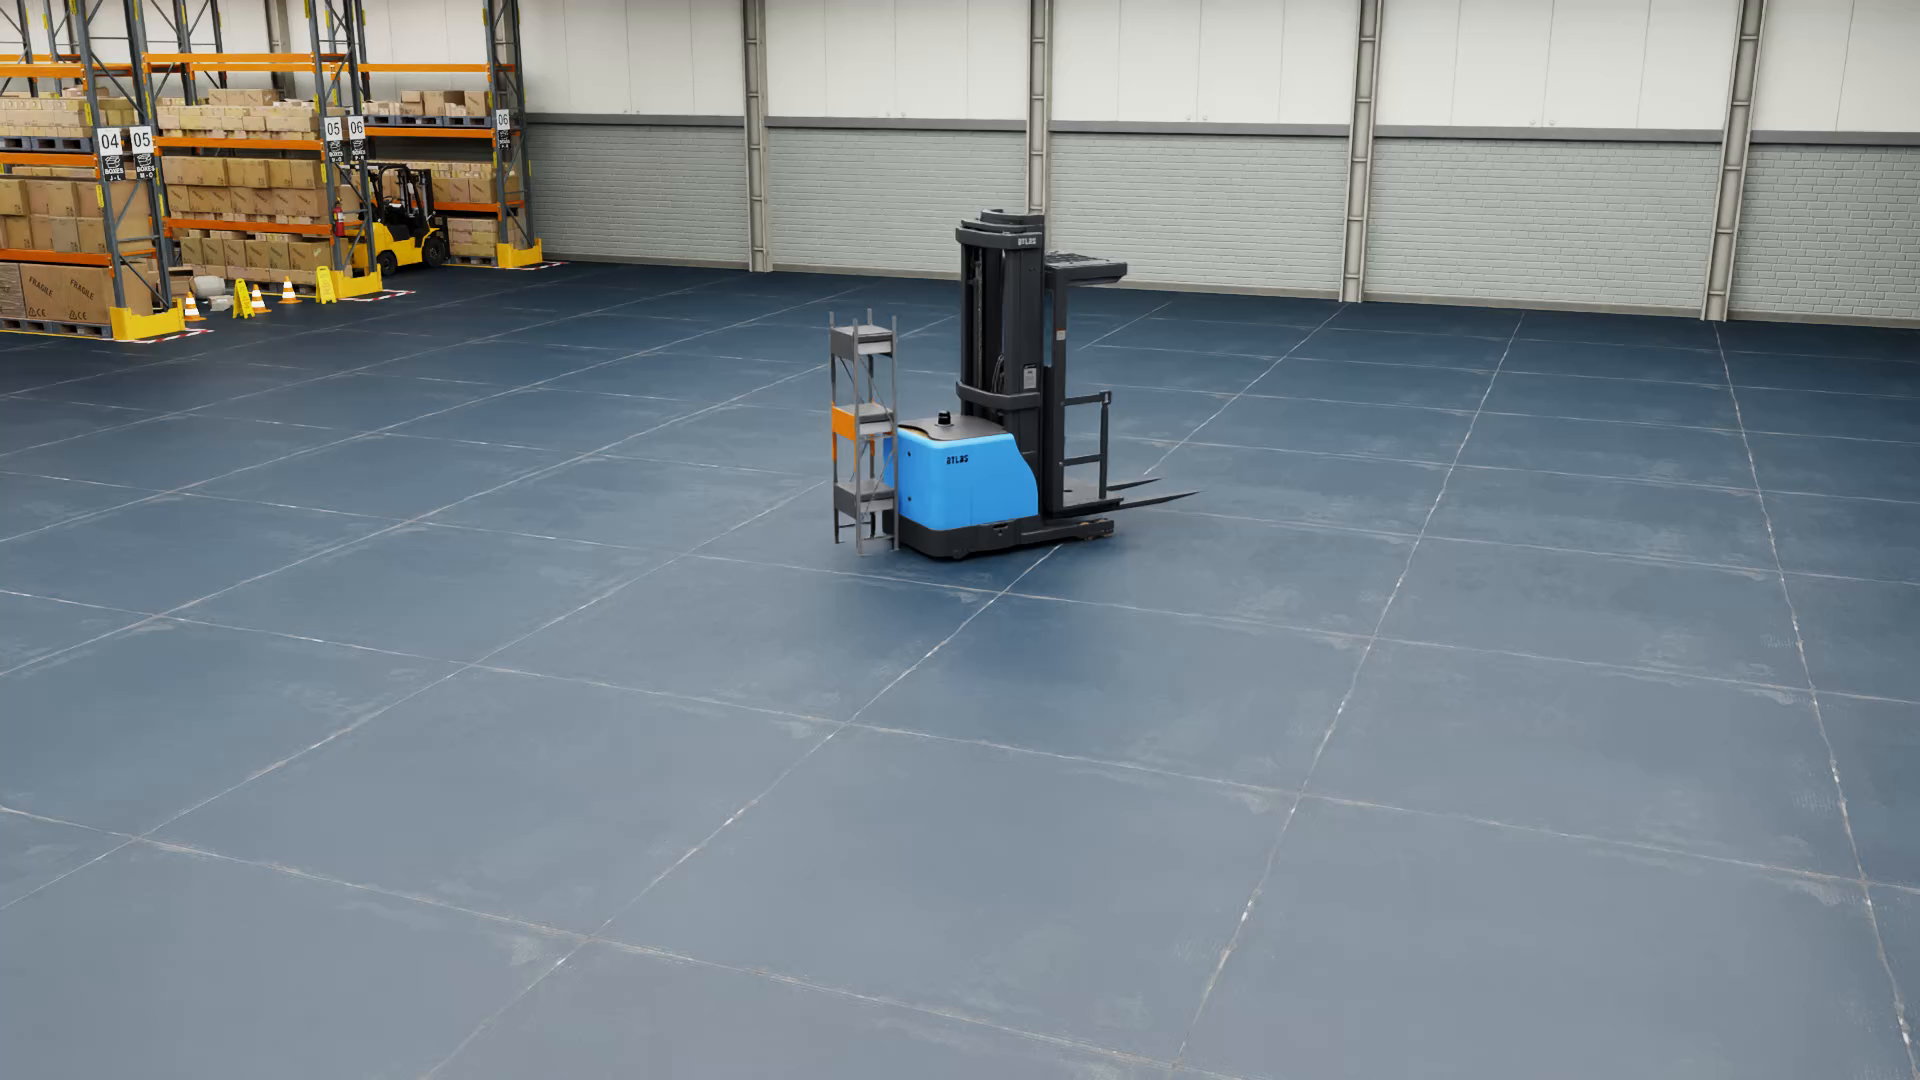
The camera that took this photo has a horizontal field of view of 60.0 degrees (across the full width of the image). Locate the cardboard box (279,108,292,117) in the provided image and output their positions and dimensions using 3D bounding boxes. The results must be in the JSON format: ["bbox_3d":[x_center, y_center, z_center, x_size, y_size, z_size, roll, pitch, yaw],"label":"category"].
[{"bbox_3d":[-12.069,-7.725,30.045,0.250,0.149,0.380,6,17,20],"label":"cardboard box"}]

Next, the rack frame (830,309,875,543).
[{"bbox_3d":[-0.957,-1.005,14.871,0.400,2.100,0.015,-9,18,-27],"label":"rack frame"}]

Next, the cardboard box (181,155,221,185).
[{"bbox_3d":[-14.100,-6.928,31.151,0.500,0.500,0.700,6,17,21],"label":"cardboard box"}]

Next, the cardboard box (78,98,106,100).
[{"bbox_3d":[-13.563,-6.834,26.041,0.250,0.149,0.380,6,17,20],"label":"cardboard box"}]

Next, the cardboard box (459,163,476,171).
[{"bbox_3d":[-10.263,-7.816,34.840,0.250,0.149,0.380,7,17,22],"label":"cardboard box"}]

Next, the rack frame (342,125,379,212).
[{"bbox_3d":[-13.079,-7.704,36.330,0.127,3.000,1.000,6,17,21],"label":"rack frame"}]

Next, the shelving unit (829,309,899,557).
[{"bbox_3d":[-0.841,-0.946,14.665,0.431,2.100,0.503,-9,18,-27],"label":"shelving unit"}]

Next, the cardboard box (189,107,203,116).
[{"bbox_3d":[-13.994,-7.920,30.714,0.250,0.149,0.380,6,17,20],"label":"cardboard box"}]

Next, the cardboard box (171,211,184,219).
[{"bbox_3d":[-14.721,-6.180,31.532,0.250,0.149,0.380,6,17,20],"label":"cardboard box"}]

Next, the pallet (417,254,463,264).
[{"bbox_3d":[-11.216,-6.148,35.973,1.213,0.211,1.003,6,17,21],"label":"pallet"}]

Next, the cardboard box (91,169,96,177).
[{"bbox_3d":[-16.350,-6.901,32.099,0.500,0.500,0.500,7,18,23],"label":"cardboard box"}]

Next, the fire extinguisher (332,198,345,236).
[{"bbox_3d":[-11.238,-5.839,30.044,0.183,0.674,0.296,6,17,21],"label":"fire extinguisher"}]

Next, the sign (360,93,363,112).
[{"bbox_3d":[-10.977,-8.008,30.430,0.005,0.325,0.100,6,17,21],"label":"sign"}]

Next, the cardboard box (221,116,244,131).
[{"bbox_3d":[-13.173,-7.655,30.518,0.500,0.250,0.500,6,17,21],"label":"cardboard box"}]

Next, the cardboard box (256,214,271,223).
[{"bbox_3d":[-12.818,-5.982,30.849,0.250,0.149,0.380,6,17,20],"label":"cardboard box"}]

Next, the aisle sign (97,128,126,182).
[{"bbox_3d":[-12.942,-5.876,25.372,0.004,0.787,0.394,6,17,21],"label":"aisle sign"}]

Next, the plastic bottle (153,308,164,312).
[{"bbox_3d":[-13.921,-3.972,28.746,0.283,0.061,0.133,0,16,1],"label":"plastic bottle"}]

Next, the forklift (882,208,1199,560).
[{"bbox_3d":[0.823,-1.520,15.152,3.031,2.935,1.130,-9,19,-29],"label":"forklift"}]

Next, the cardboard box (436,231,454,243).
[{"bbox_3d":[-10.876,-6.486,35.417,0.500,0.250,0.500,6,17,19],"label":"cardboard box"}]

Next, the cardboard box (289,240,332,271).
[{"bbox_3d":[-12.017,-5.263,30.754,0.500,0.500,0.500,6,17,21],"label":"cardboard box"}]

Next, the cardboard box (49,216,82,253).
[{"bbox_3d":[-13.779,-4.862,26.271,0.550,0.550,0.875,6,17,21],"label":"cardboard box"}]

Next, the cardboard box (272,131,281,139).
[{"bbox_3d":[-12.300,-7.387,30.309,0.250,0.149,0.380,6,17,21],"label":"cardboard box"}]

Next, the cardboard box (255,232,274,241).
[{"bbox_3d":[-12.860,-5.648,30.919,0.250,0.149,0.380,7,18,23],"label":"cardboard box"}]

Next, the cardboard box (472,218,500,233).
[{"bbox_3d":[-9.901,-6.622,34.990,0.500,0.250,0.500,7,18,22],"label":"cardboard box"}]

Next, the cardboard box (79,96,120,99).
[{"bbox_3d":[-16.440,-8.351,31.799,0.500,0.250,0.500,7,17,22],"label":"cardboard box"}]

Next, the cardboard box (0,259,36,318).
[{"bbox_3d":[-15.220,-4.130,27.076,0.875,0.875,0.875,6,17,21],"label":"cardboard box"}]

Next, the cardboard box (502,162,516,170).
[{"bbox_3d":[-9.592,-7.887,35.084,0.250,0.149,0.380,6,17,20],"label":"cardboard box"}]

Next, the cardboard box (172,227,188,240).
[{"bbox_3d":[-17.734,-7.156,38.172,0.500,0.500,0.500,6,17,20],"label":"cardboard box"}]

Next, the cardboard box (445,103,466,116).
[{"bbox_3d":[-10.476,-8.952,34.559,0.258,0.266,0.396,6,17,21],"label":"cardboard box"}]

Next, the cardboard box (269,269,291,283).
[{"bbox_3d":[-12.505,-4.956,31.044,0.500,0.250,0.500,6,17,21],"label":"cardboard box"}]

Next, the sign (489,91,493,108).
[{"bbox_3d":[-9.570,-8.983,33.910,0.005,0.325,0.100,6,17,21],"label":"sign"}]

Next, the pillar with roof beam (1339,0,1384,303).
[{"bbox_3d":[5.490,-7.523,24.946,0.400,9.000,9.100,6,17,21],"label":"pillar with roof beam"}]

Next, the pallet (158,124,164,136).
[{"bbox_3d":[-15.432,-7.857,31.815,1.003,0.211,1.213,6,17,21],"label":"pallet"}]

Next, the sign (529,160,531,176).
[{"bbox_3d":[-9.149,-7.892,35.283,0.005,0.325,0.100,6,17,21],"label":"sign"}]

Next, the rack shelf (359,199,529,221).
[{"bbox_3d":[-11.218,-7.154,35.726,4.000,0.370,1.077,6,17,21],"label":"rack shelf"}]

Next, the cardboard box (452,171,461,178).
[{"bbox_3d":[-10.477,-7.706,34.995,0.250,0.149,0.380,6,17,20],"label":"cardboard box"}]

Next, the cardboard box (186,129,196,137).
[{"bbox_3d":[-14.203,-7.603,31.051,0.250,0.149,0.380,6,17,21],"label":"cardboard box"}]

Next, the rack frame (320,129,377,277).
[{"bbox_3d":[-11.176,-6.007,30.485,0.127,3.000,1.000,6,17,21],"label":"rack frame"}]

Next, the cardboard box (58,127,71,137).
[{"bbox_3d":[-13.566,-6.254,25.475,0.250,0.149,0.380,6,17,21],"label":"cardboard box"}]

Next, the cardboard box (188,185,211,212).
[{"bbox_3d":[-14.114,-6.444,31.279,0.500,0.500,0.500,6,17,20],"label":"cardboard box"}]

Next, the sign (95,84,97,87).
[{"bbox_3d":[-20.321,-10.544,39.101,0.005,0.325,0.100,6,17,21],"label":"sign"}]

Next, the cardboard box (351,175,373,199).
[{"bbox_3d":[-12.762,-7.639,35.927,0.500,0.500,0.500,6,17,19],"label":"cardboard box"}]

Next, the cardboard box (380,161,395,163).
[{"bbox_3d":[-12.172,-8.017,35.531,0.250,0.149,0.380,7,17,22],"label":"cardboard box"}]

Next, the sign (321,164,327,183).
[{"bbox_3d":[-11.398,-6.573,29.791,0.005,0.325,0.100,6,17,21],"label":"sign"}]

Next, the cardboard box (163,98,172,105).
[{"bbox_3d":[-17.700,-9.843,37.338,0.250,0.149,0.380,6,17,19],"label":"cardboard box"}]

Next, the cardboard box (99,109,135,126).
[{"bbox_3d":[-13.253,-6.590,25.915,0.500,0.250,0.500,6,17,21],"label":"cardboard box"}]

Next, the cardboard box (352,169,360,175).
[{"bbox_3d":[-12.879,-7.963,35.878,0.250,0.149,0.380,6,17,20],"label":"cardboard box"}]

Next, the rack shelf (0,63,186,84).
[{"bbox_3d":[-16.757,-8.964,31.919,4.000,0.370,1.077,6,17,21],"label":"rack shelf"}]
